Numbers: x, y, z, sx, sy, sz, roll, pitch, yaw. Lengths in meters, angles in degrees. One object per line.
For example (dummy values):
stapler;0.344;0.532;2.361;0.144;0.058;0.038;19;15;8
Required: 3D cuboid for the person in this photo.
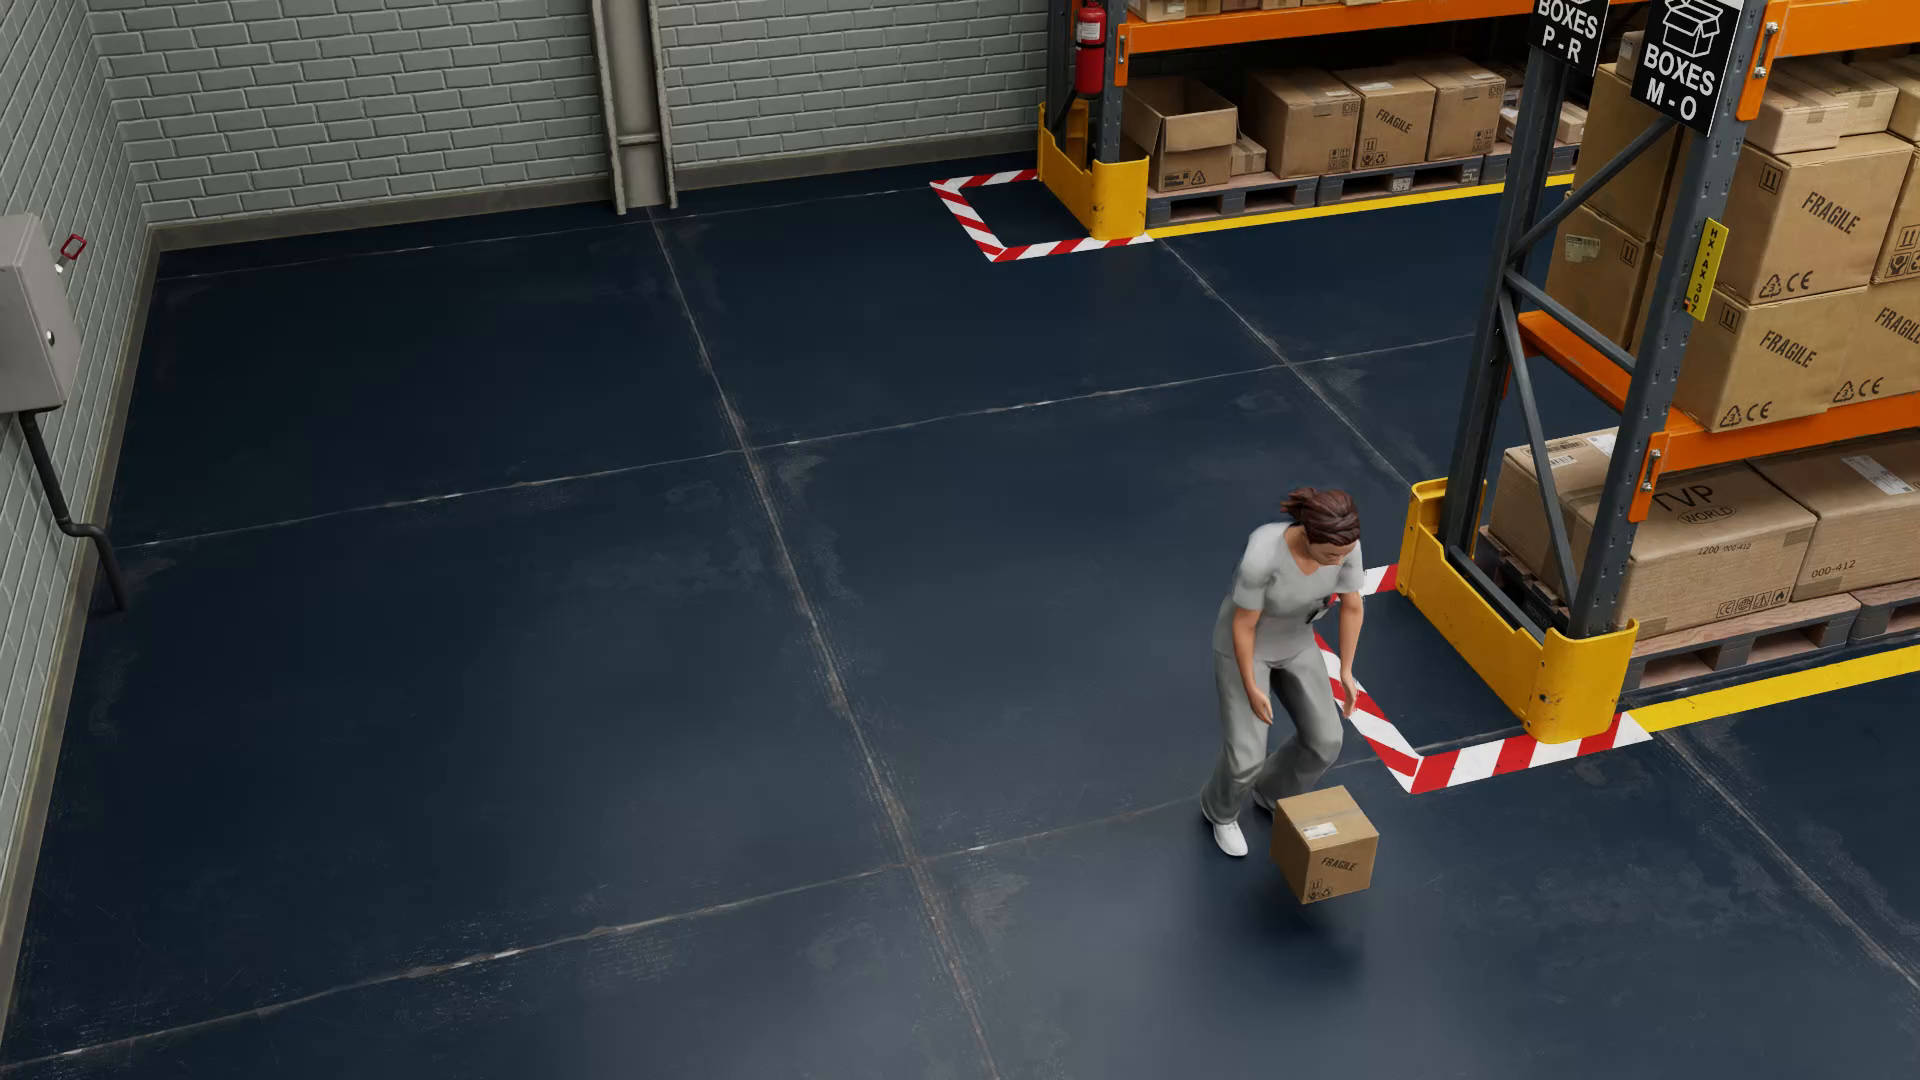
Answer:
person;1.110;0.416;5.660;0.480;1.536;0.510;-10;35;-14
